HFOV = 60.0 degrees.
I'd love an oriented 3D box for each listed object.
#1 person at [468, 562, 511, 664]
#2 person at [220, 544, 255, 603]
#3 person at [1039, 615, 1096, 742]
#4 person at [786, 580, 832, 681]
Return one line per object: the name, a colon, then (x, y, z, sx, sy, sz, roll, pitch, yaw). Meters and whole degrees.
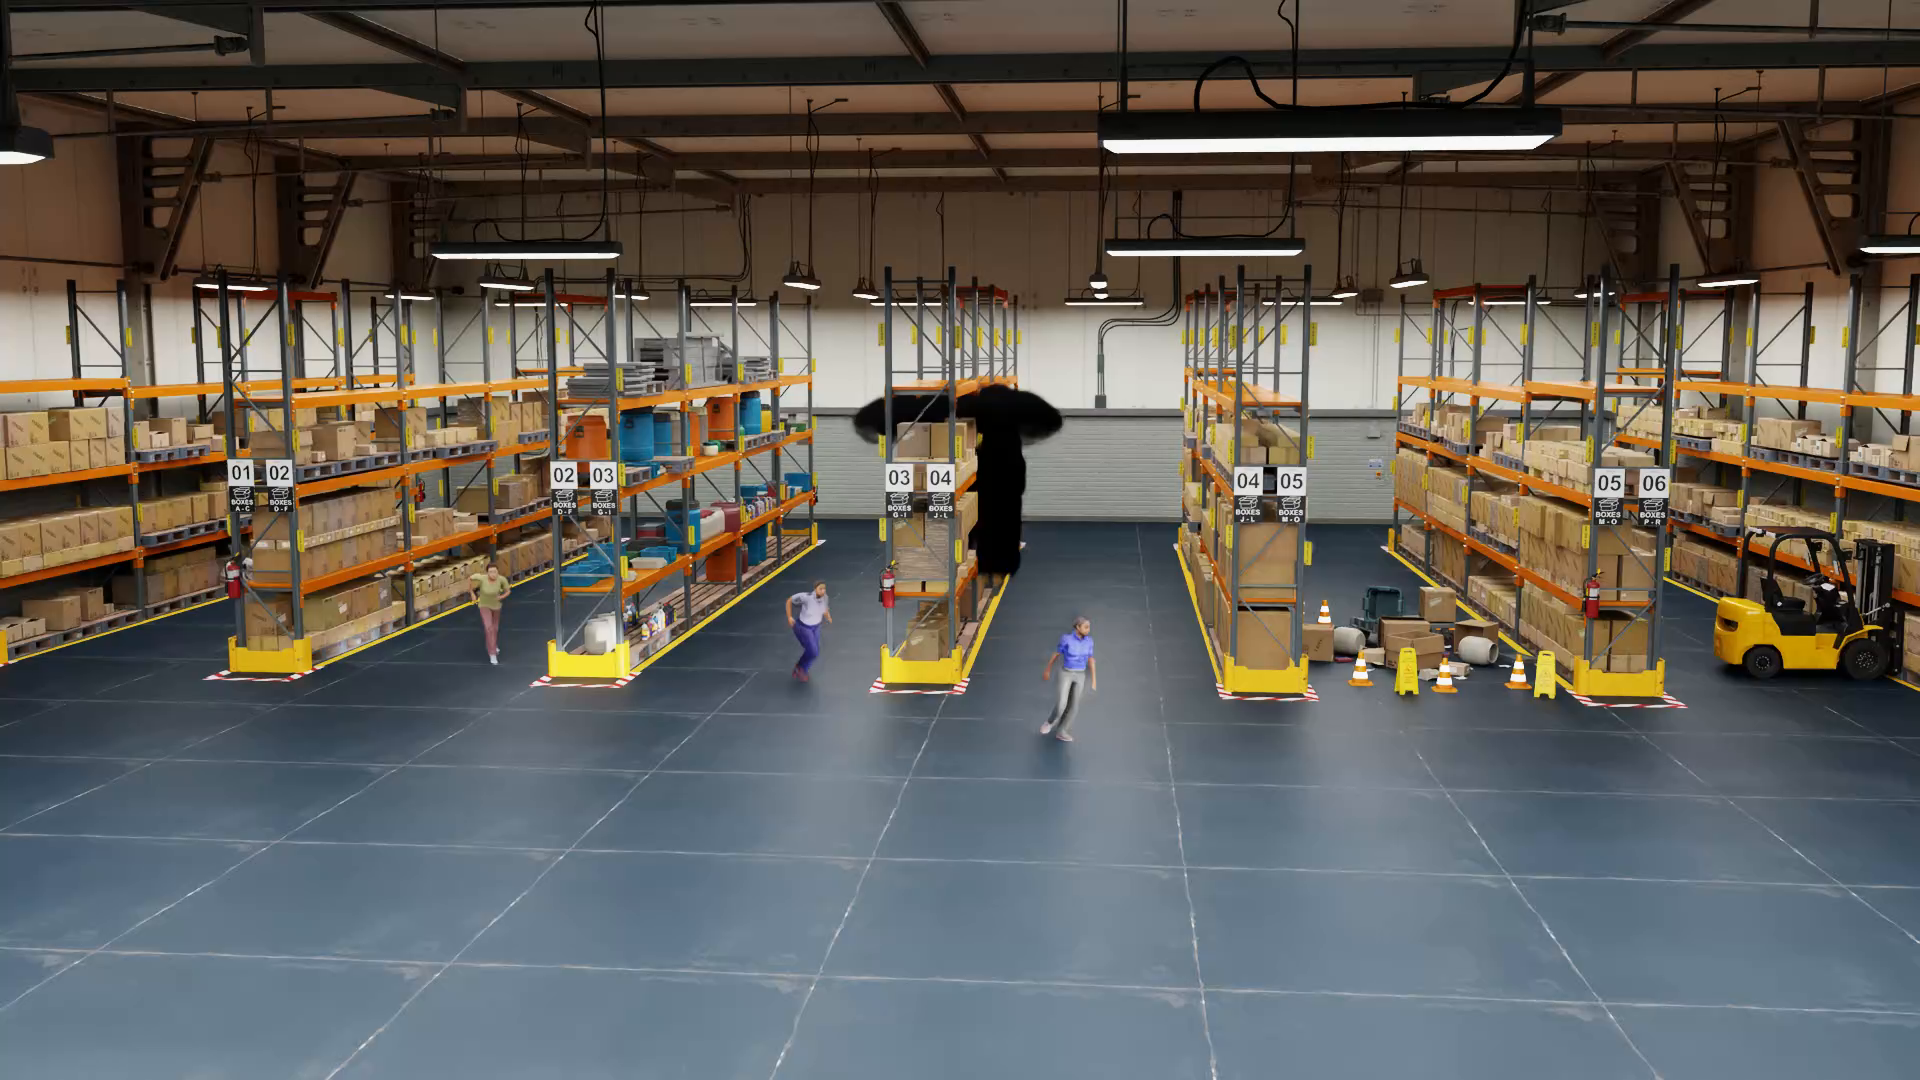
person: (-7.317, 1.108, 25.888, 0.624, 1.623, 0.942, -3, 7, -20)
person: (-11.786, 0.869, 27.330, 0.579, 1.680, 0.948, 0, 7, 0)
person: (1.342, 1.711, 20.661, 0.632, 1.611, 0.552, -3, 7, -20)
person: (-2.184, 1.324, 24.076, 0.817, 1.514, 0.613, 7, 10, 43)
